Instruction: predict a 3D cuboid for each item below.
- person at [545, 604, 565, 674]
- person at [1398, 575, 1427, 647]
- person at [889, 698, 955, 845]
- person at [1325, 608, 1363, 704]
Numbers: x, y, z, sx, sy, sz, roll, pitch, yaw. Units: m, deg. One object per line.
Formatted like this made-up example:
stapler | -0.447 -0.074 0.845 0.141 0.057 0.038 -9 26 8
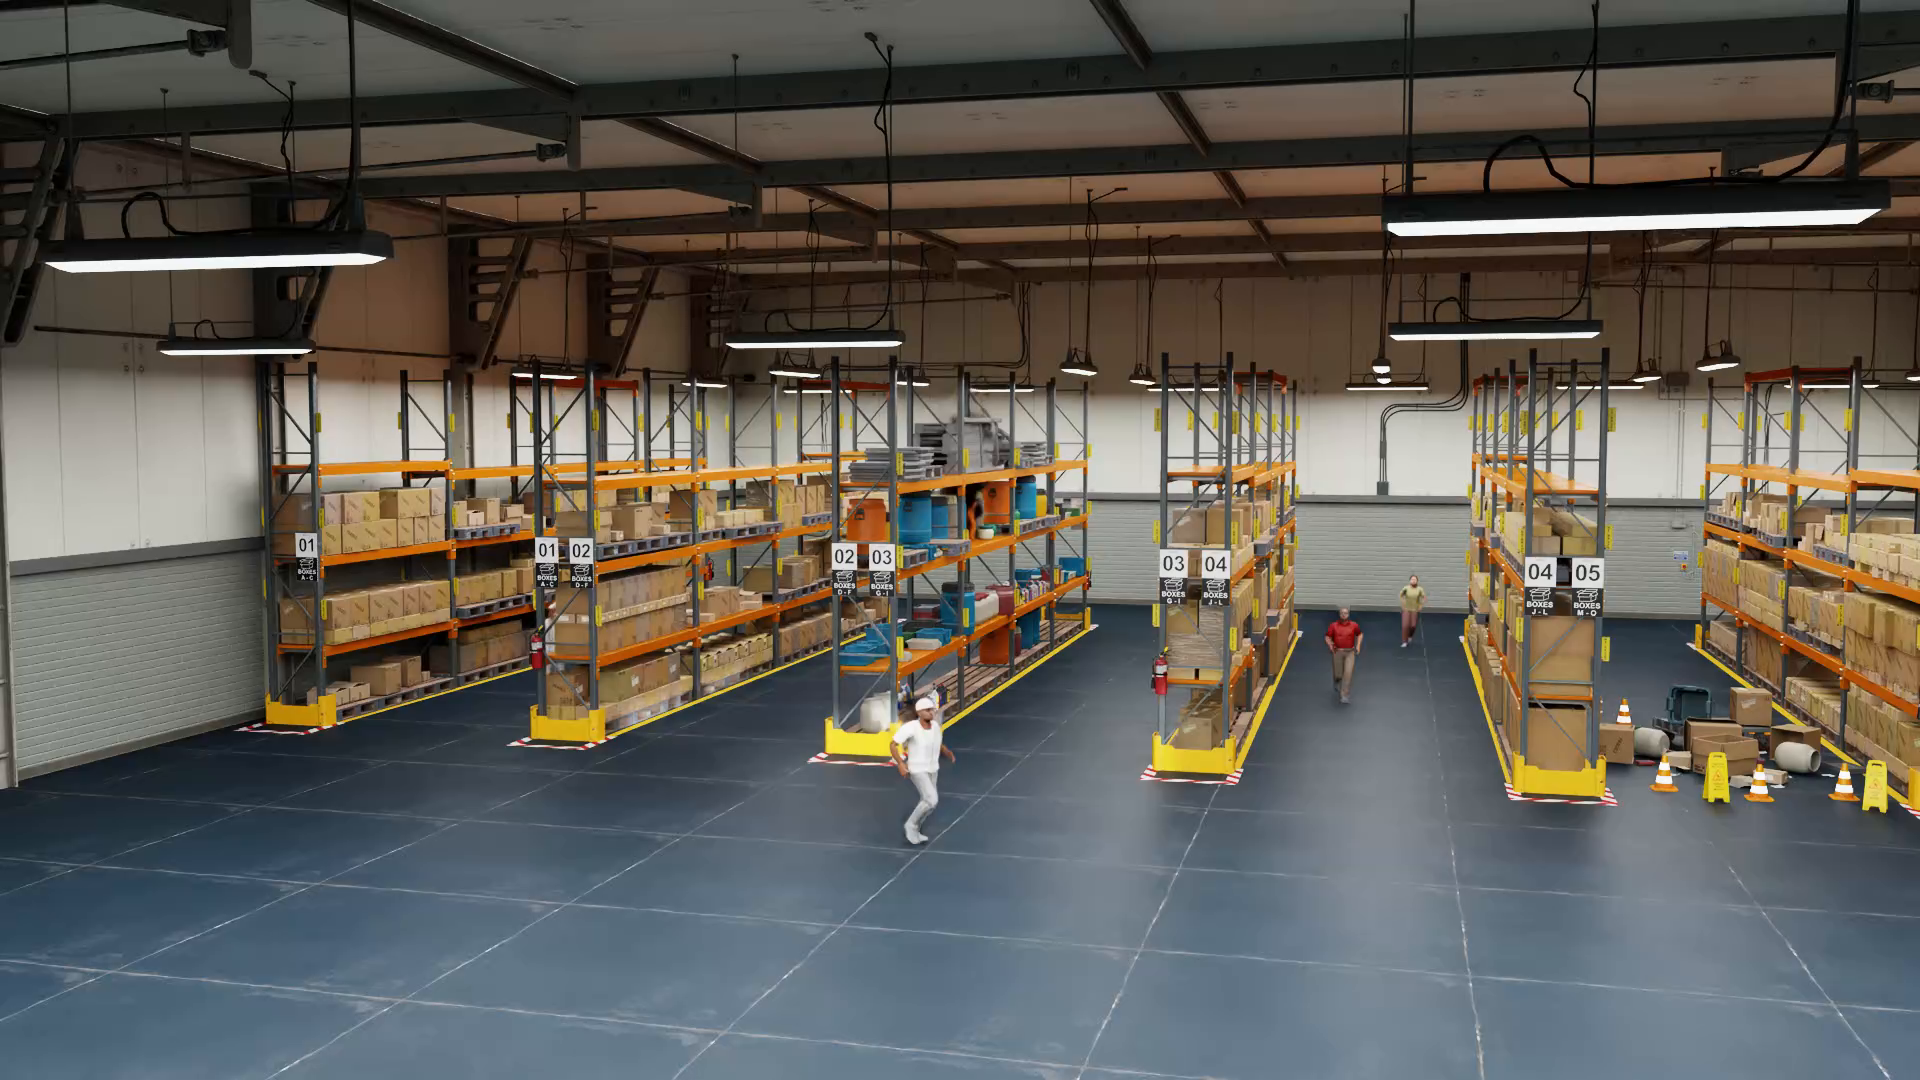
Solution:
person | -7.283 2.027 29.813 0.669 1.761 0.876 1 4 12
person | 10.088 1.588 37.138 0.617 1.618 0.522 1 4 18
person | -0.397 2.741 19.726 0.633 1.738 0.700 3 5 39
person | 6.920 2.062 29.934 0.677 1.686 0.829 1 4 9
